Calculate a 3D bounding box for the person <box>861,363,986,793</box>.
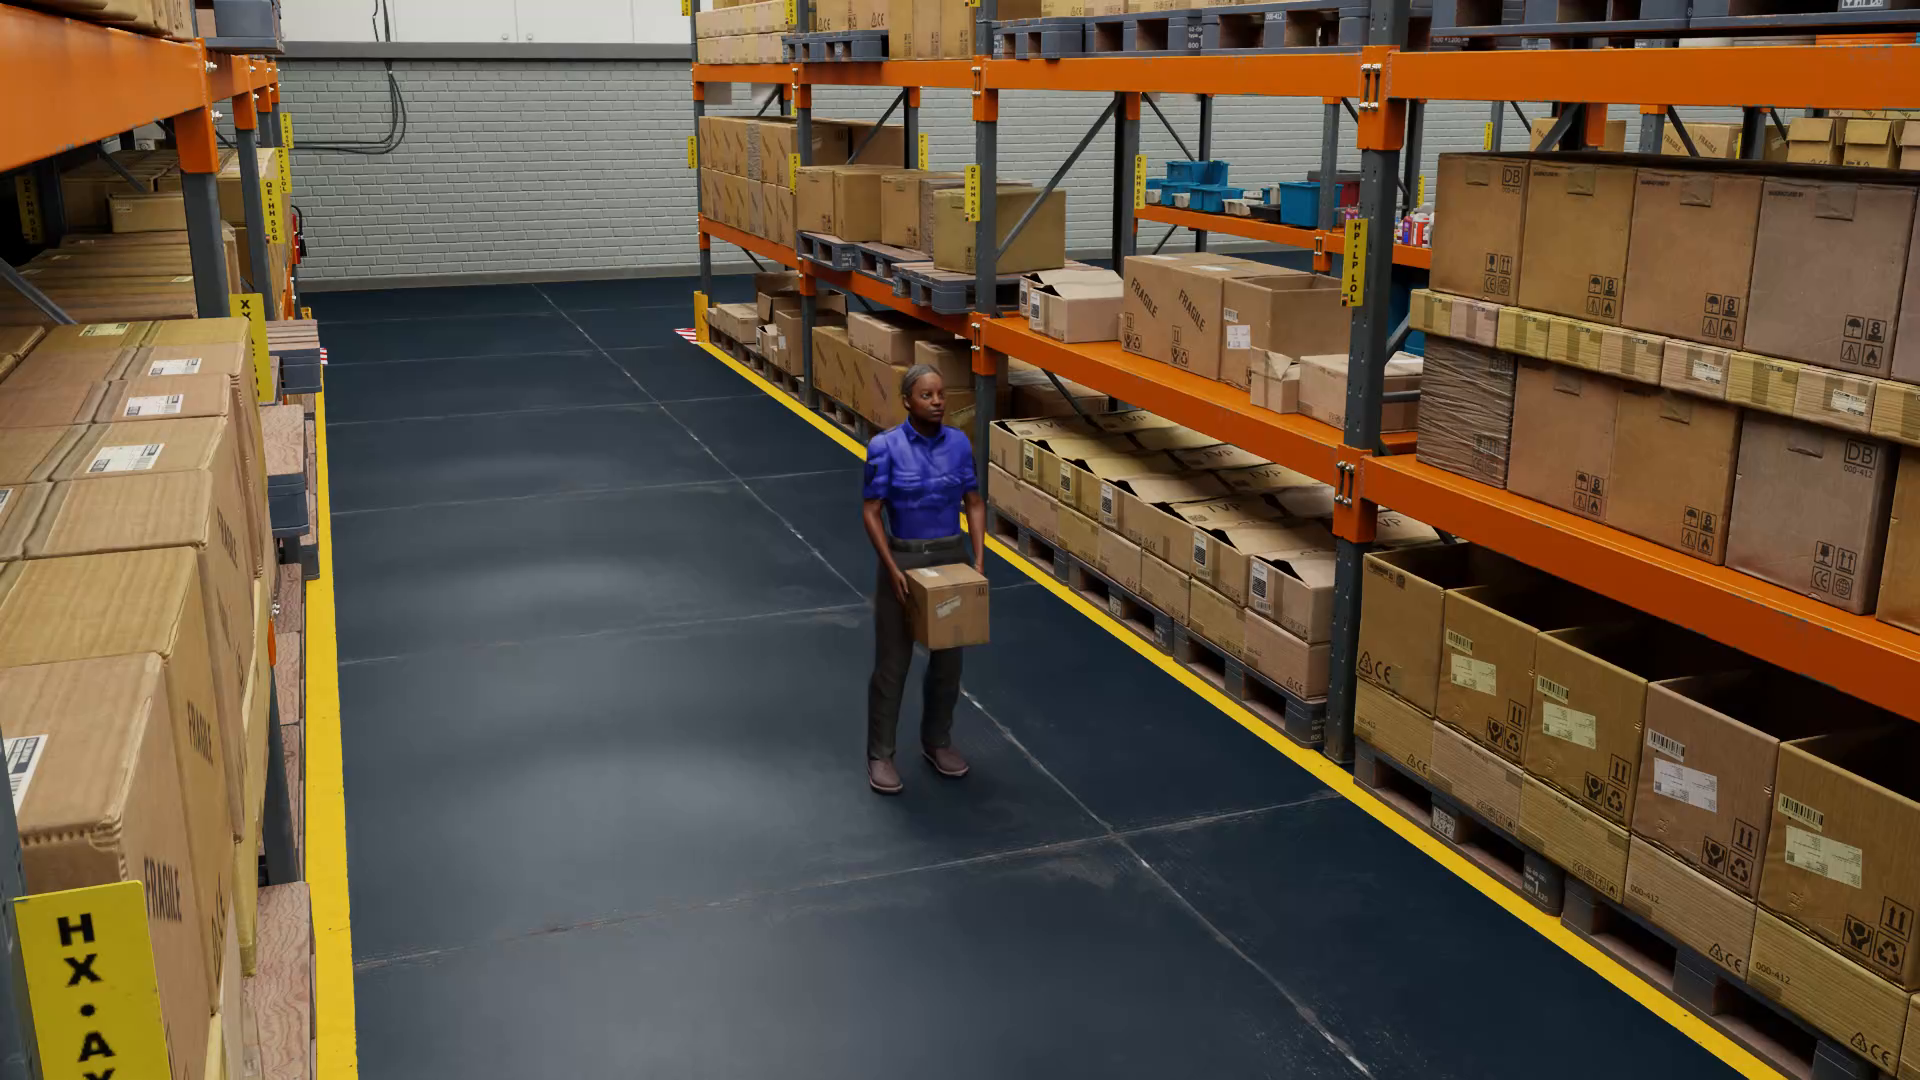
[{"bbox_3d":[-0.130,0.143,6.522,0.530,1.658,0.389,-6,17,-20],"label":"person"}]
